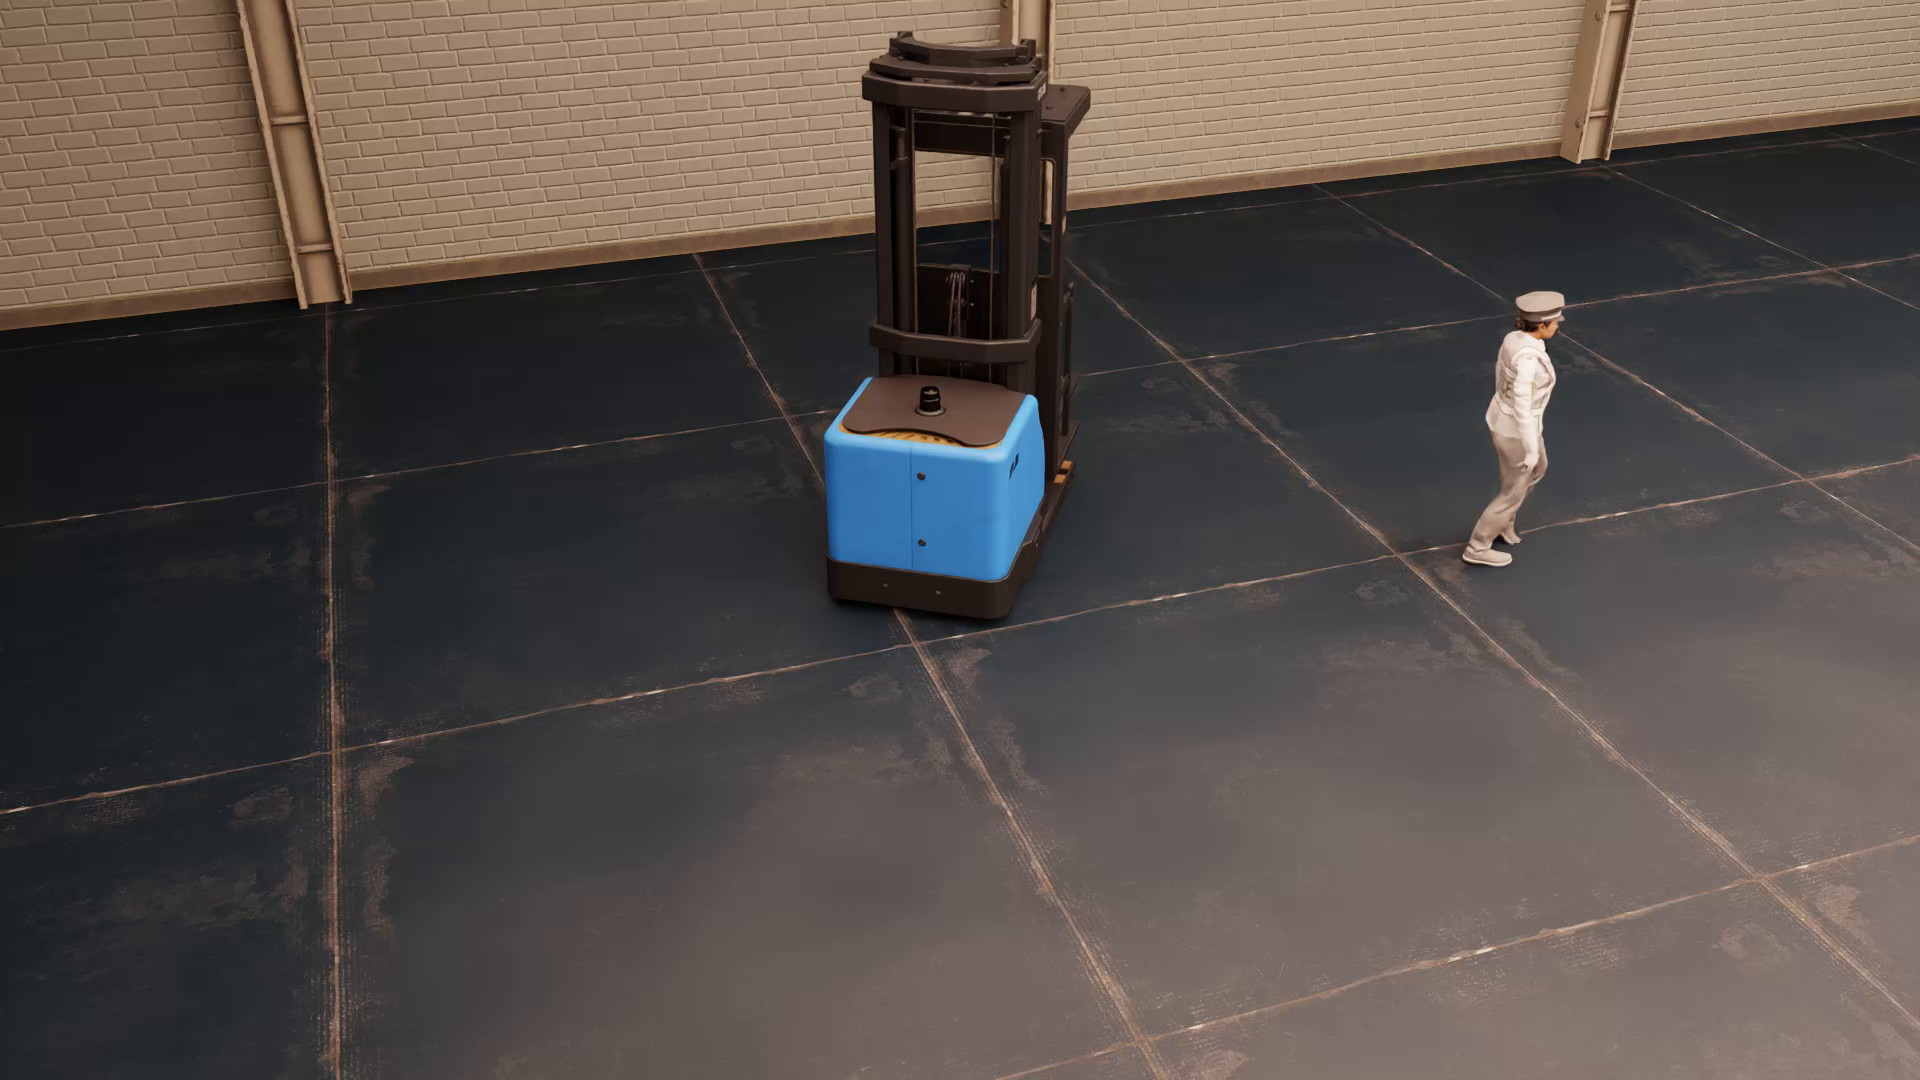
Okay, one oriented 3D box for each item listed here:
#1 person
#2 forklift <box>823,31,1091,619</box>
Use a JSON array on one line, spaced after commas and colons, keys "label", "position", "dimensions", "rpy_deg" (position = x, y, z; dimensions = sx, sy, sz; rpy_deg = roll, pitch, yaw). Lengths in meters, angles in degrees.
[{"label": "person", "position": [3.198, -0.603, 9.460], "dimensions": [0.462, 1.693, 0.595], "rpy_deg": [2, 30, 4]}, {"label": "forklift", "position": [0.119, -1.557, 9.794], "dimensions": [1.130, 2.935, 3.031], "rpy_deg": [7, 31, 13]}]
